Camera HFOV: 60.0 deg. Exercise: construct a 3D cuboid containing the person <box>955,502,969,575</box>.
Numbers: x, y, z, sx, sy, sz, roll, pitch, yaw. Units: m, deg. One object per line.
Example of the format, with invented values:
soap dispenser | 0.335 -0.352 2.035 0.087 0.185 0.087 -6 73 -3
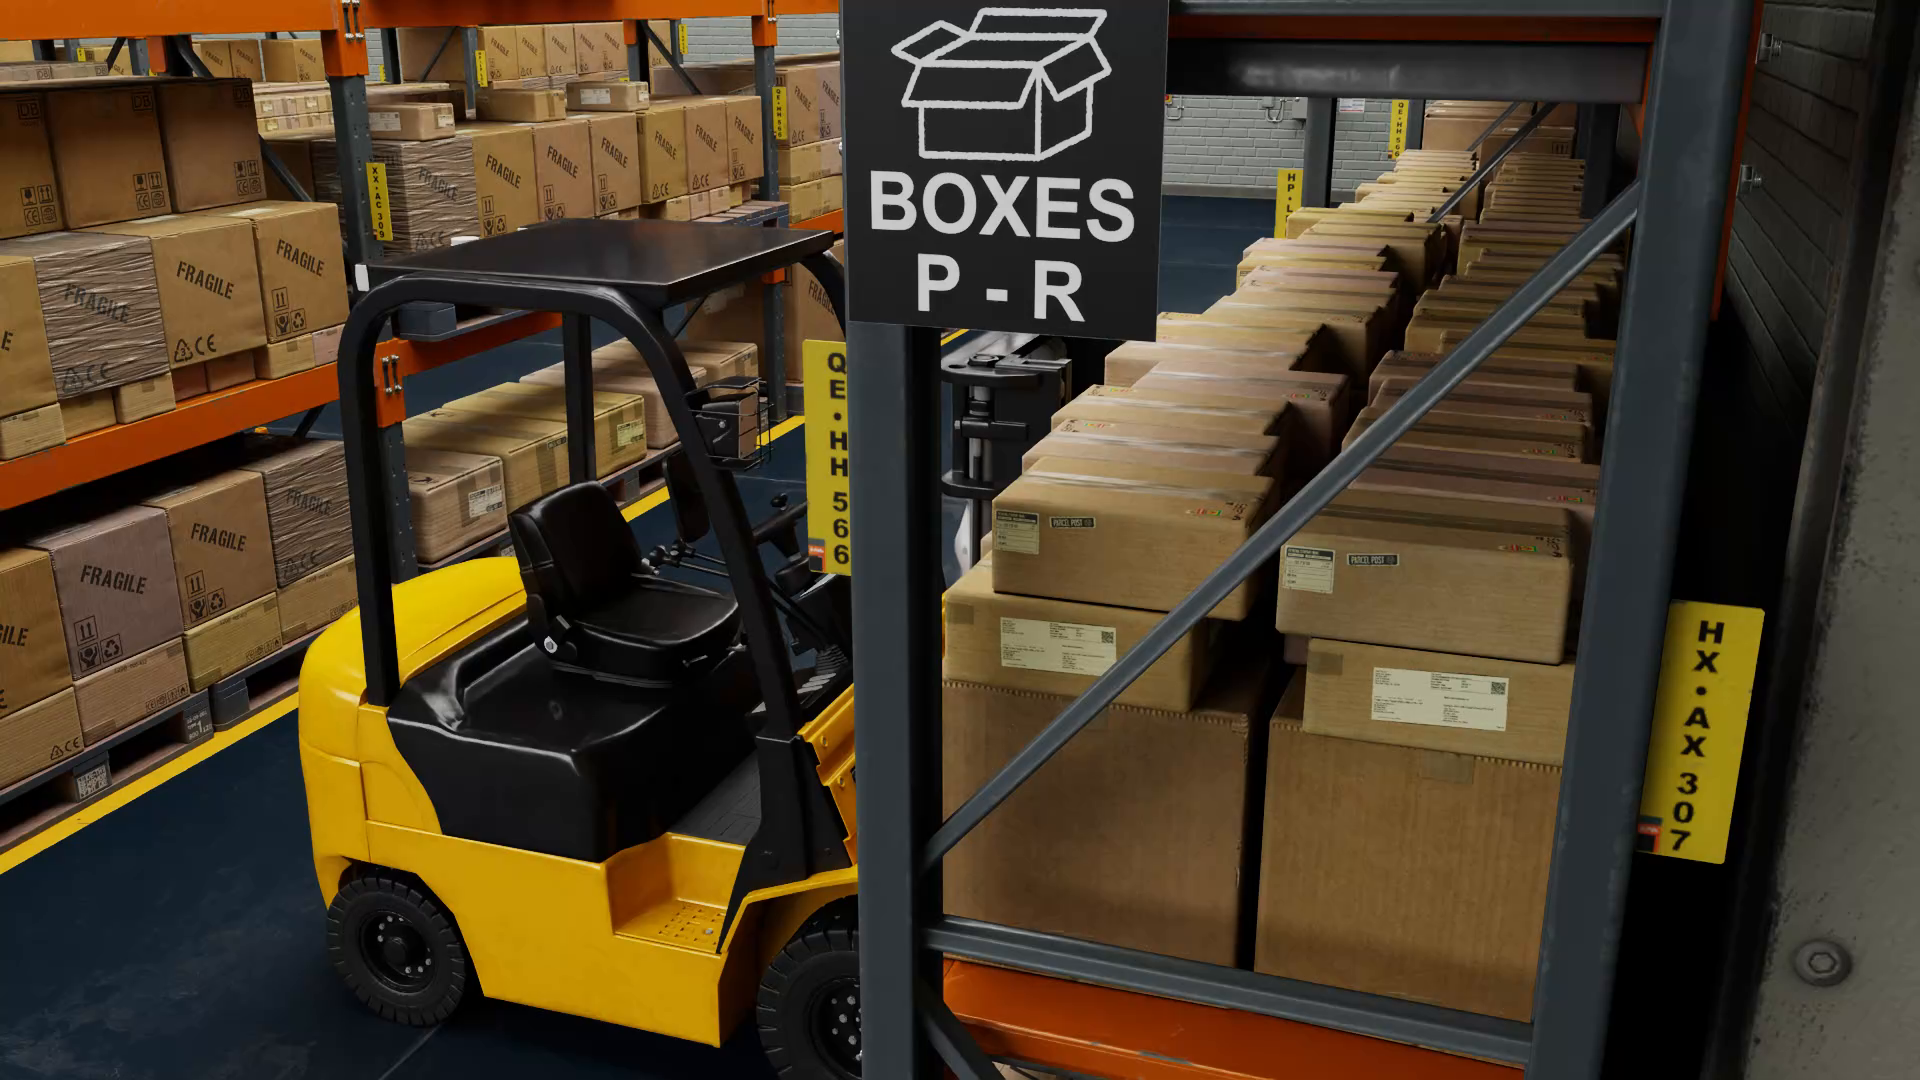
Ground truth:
person | 0.323 0.137 6.844 0.594 1.037 0.941 9 20 25
